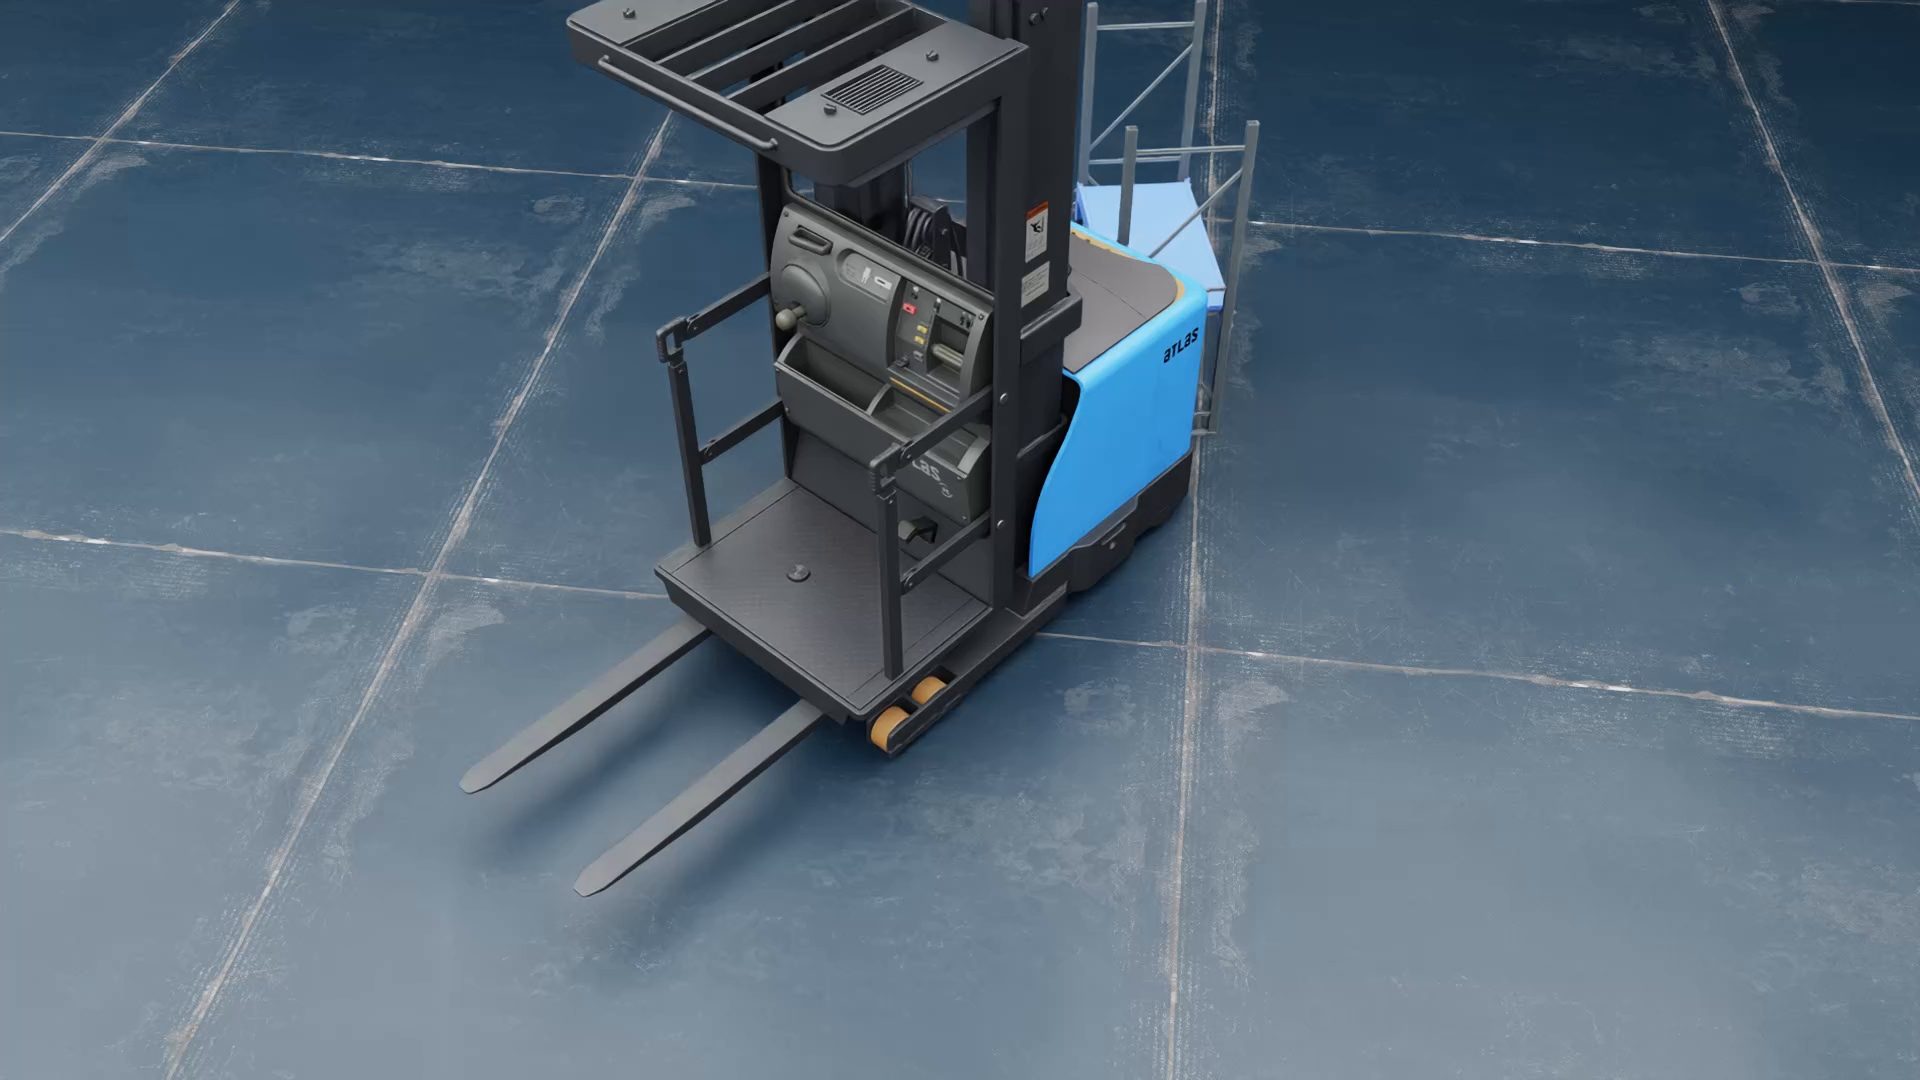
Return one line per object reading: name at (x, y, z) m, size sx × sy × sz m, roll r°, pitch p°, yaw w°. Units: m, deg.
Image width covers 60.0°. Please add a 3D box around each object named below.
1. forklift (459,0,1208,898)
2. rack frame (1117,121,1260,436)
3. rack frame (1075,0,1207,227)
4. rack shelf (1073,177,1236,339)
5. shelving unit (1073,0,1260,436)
forklift at (-0.418, -0.702, 5.360) m, size 1.130 × 2.935 × 3.031 m, roll 32°, pitch 52°, yaw 29°
rack frame at (0.868, -1.001, 6.717) m, size 0.500 × 1.500 × 0.032 m, roll -3°, pitch 44°, yaw -4°
rack frame at (0.781, -1.698, 7.452) m, size 0.500 × 1.500 × 0.032 m, roll -3°, pitch 44°, yaw -4°
rack shelf at (0.825, -1.219, 7.208) m, size 0.538 × 0.185 × 1.000 m, roll -3°, pitch 44°, yaw -4°
shelving unit at (0.825, -1.350, 7.085) m, size 0.538 × 1.500 × 1.048 m, roll -3°, pitch 44°, yaw -4°
